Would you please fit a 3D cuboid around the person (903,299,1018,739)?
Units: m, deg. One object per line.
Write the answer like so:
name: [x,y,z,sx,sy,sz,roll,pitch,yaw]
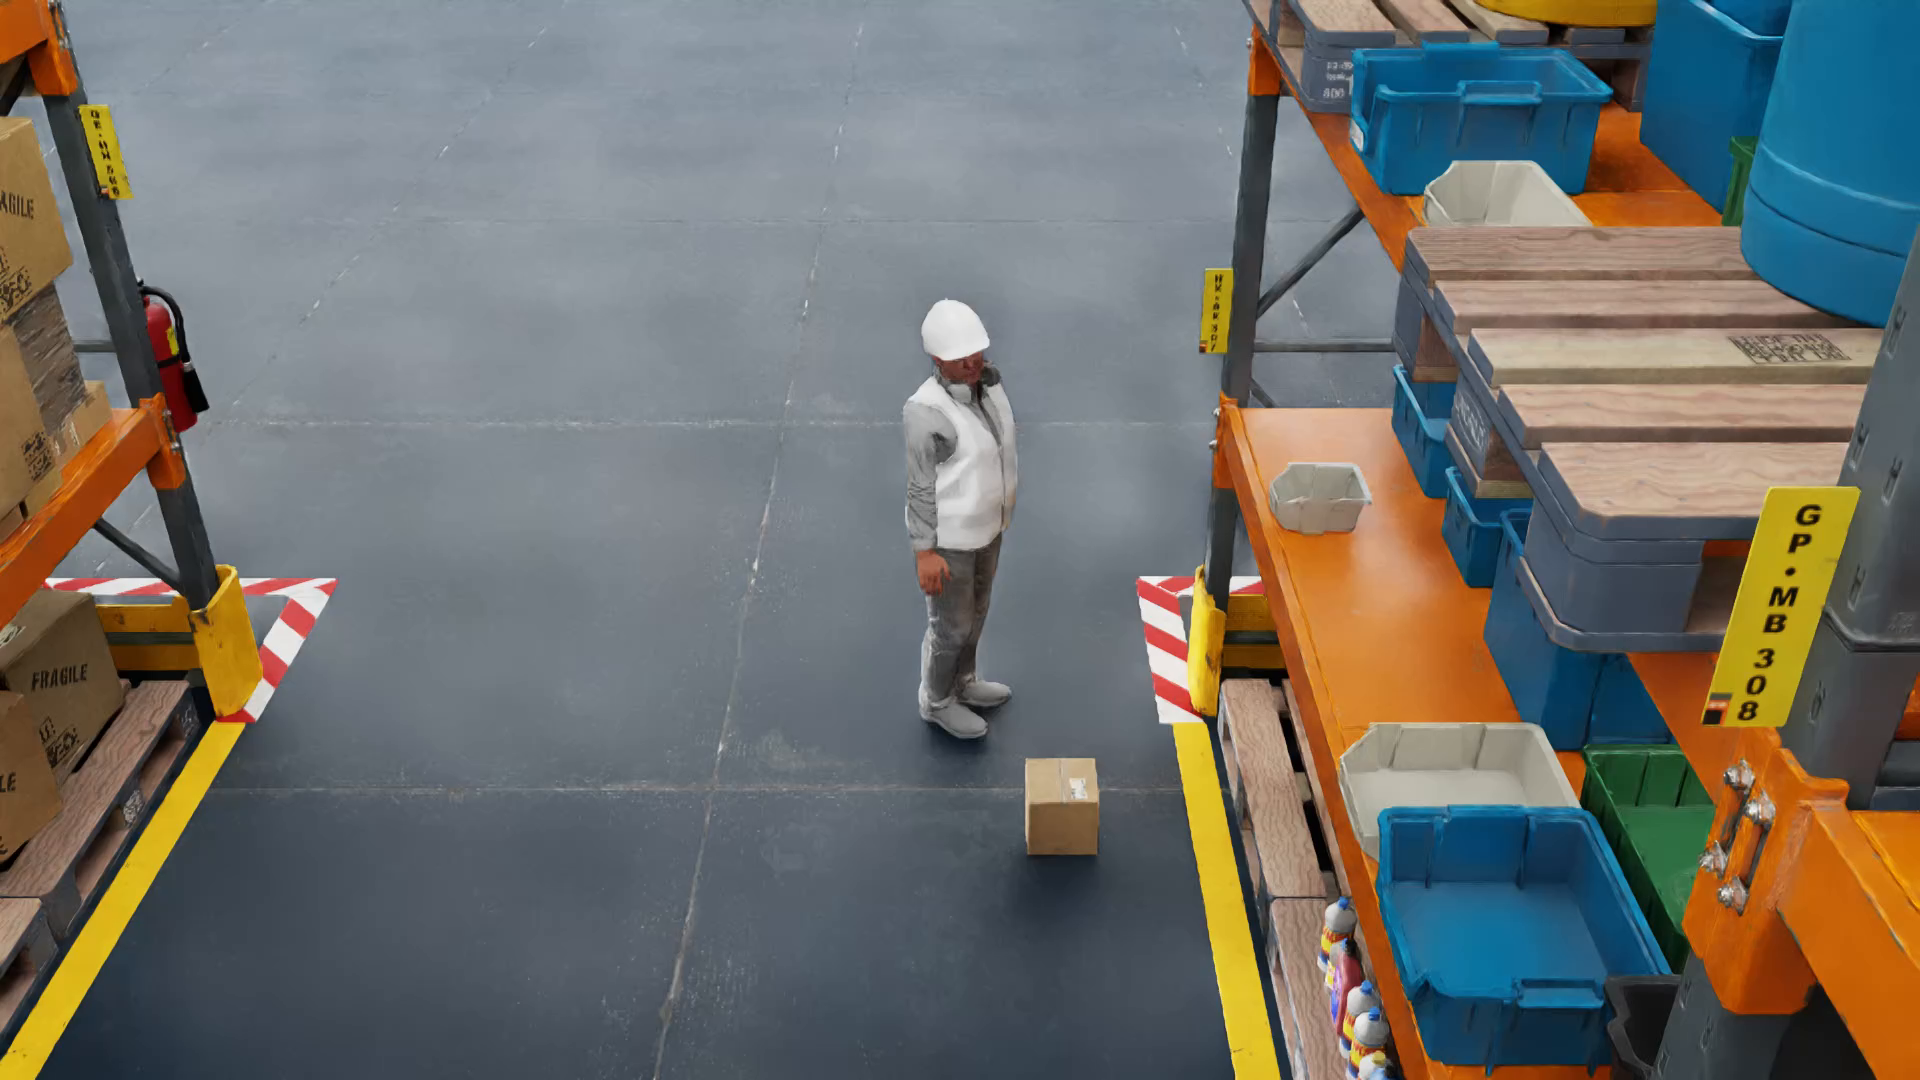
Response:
person: [0.013,-0.061,6.175,0.361,1.773,0.582,16,35,25]
